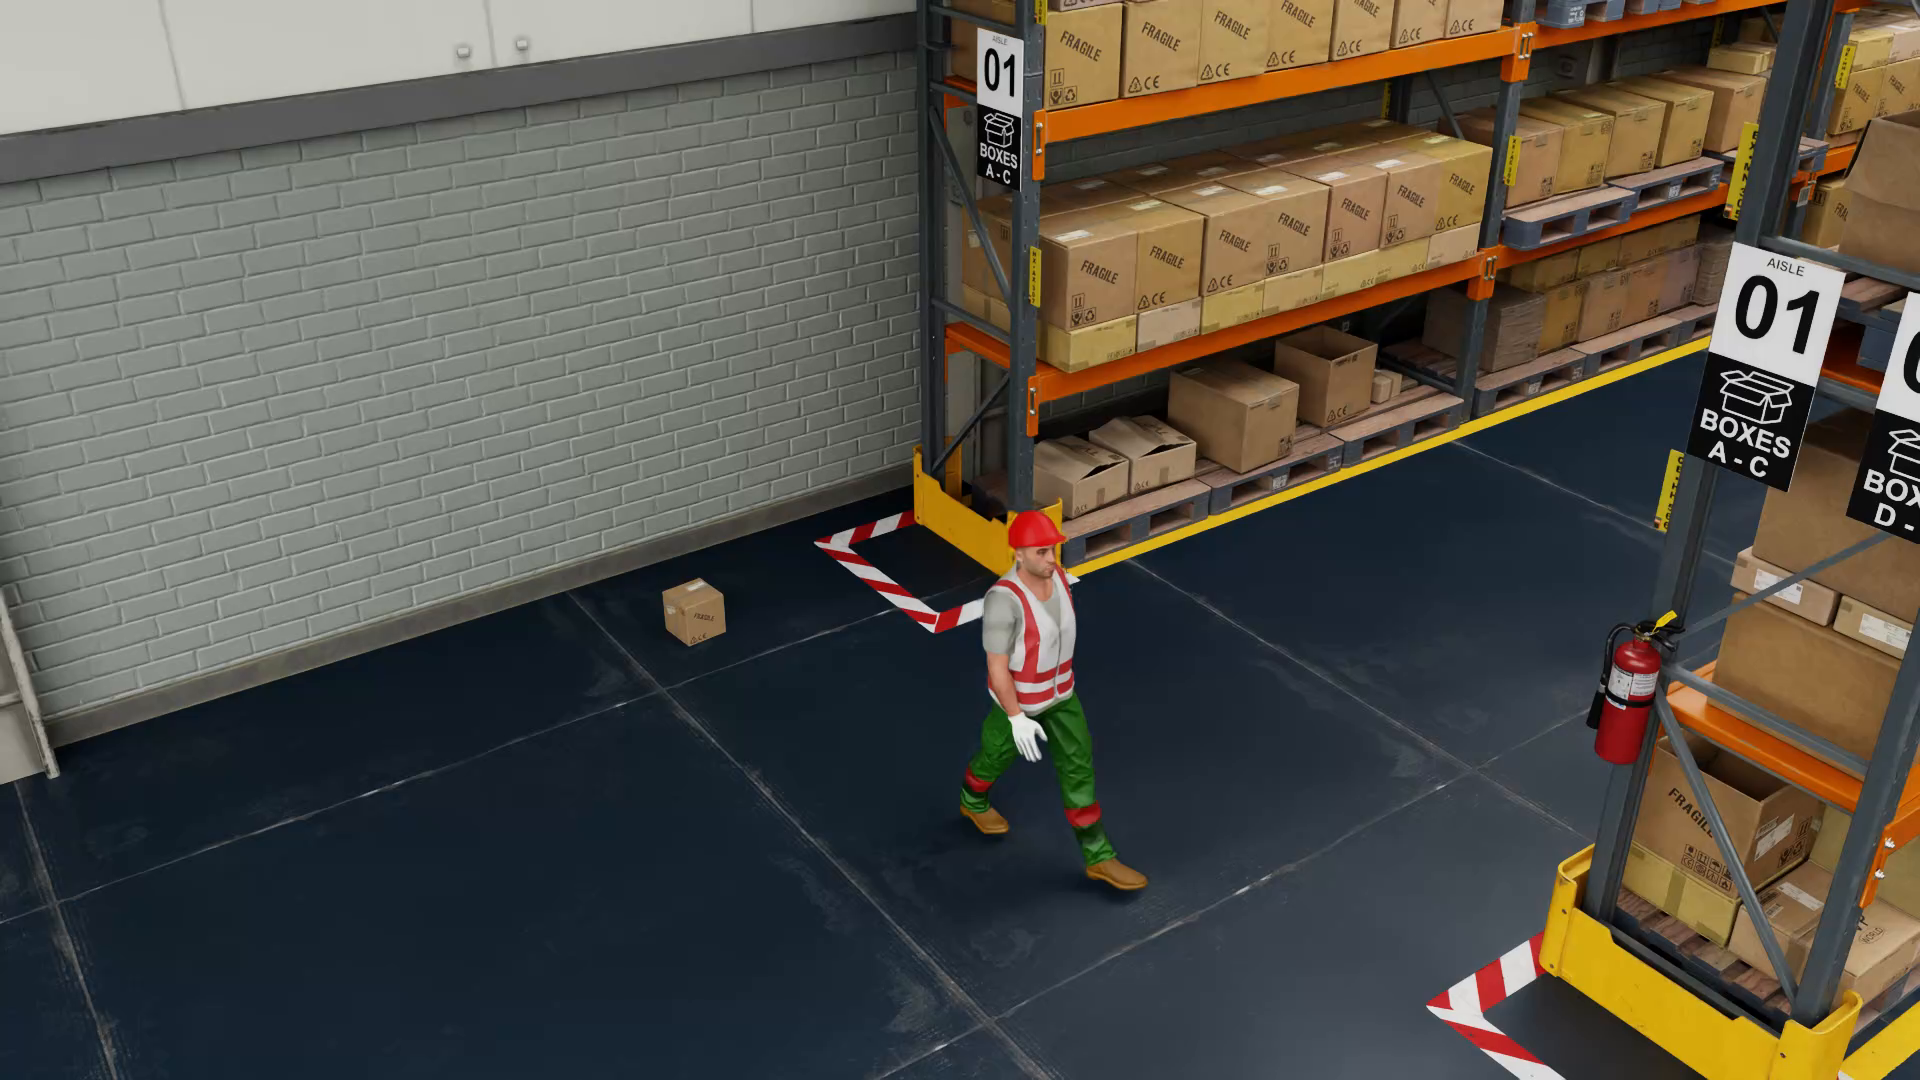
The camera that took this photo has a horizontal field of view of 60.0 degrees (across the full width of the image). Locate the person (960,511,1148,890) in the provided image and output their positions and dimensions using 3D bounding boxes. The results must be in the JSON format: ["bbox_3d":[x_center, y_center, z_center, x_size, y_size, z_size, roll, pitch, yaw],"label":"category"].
[{"bbox_3d":[0.383,0.698,7.280,0.589,1.734,1.011,-24,37,-37],"label":"person"}]
